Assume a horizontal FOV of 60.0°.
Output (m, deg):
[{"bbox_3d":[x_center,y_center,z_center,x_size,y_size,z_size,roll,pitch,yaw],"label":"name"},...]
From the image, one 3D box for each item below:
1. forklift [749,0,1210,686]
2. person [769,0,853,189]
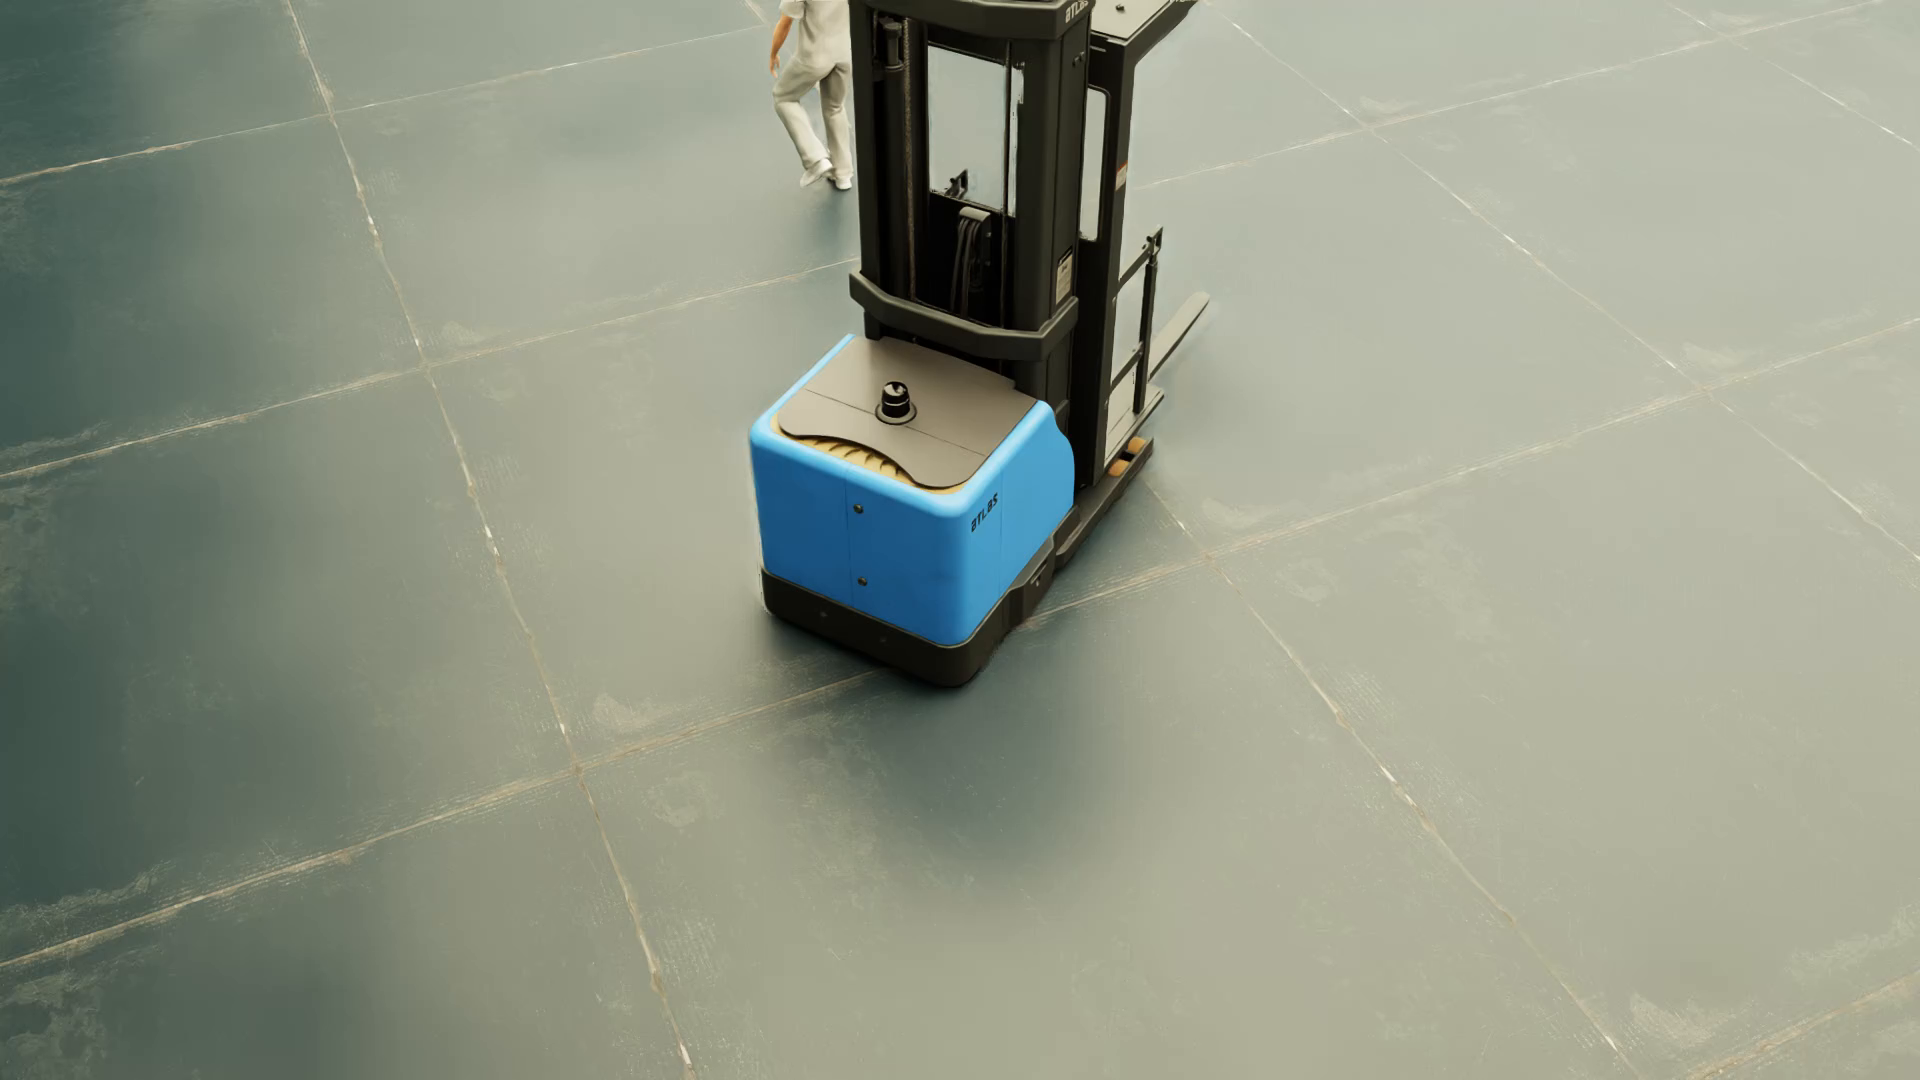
[{"bbox_3d":[0.294,-1.444,7.227,1.130,2.935,3.031,21,47,21],"label":"forklift"},{"bbox_3d":[-0.815,-2.801,9.619,0.594,1.655,0.460,-24,48,-24],"label":"person"}]
